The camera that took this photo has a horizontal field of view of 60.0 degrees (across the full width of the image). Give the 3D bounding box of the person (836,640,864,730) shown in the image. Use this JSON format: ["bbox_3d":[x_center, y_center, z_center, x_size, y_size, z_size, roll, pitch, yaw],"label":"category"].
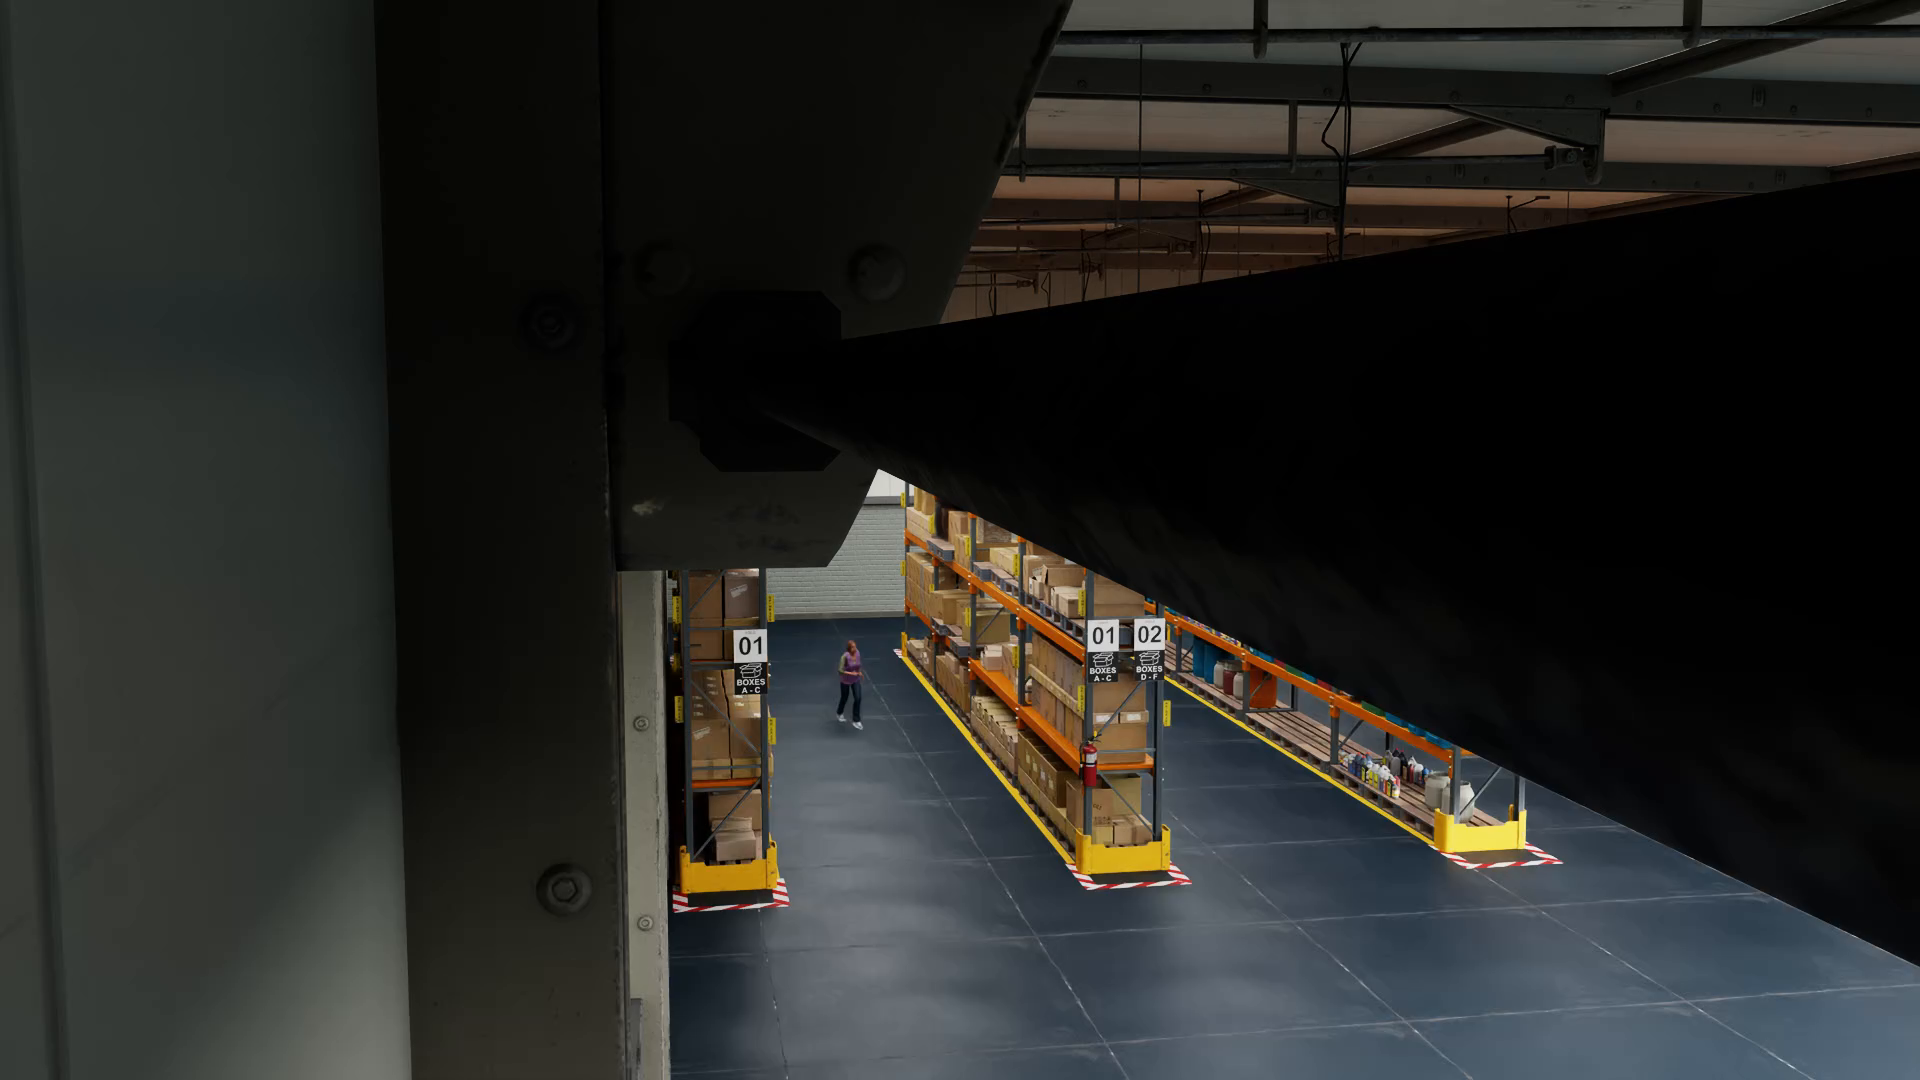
[{"bbox_3d":[-1.949,2.512,29.306,0.533,1.568,0.900,-3,7,-25],"label":"person"}]
